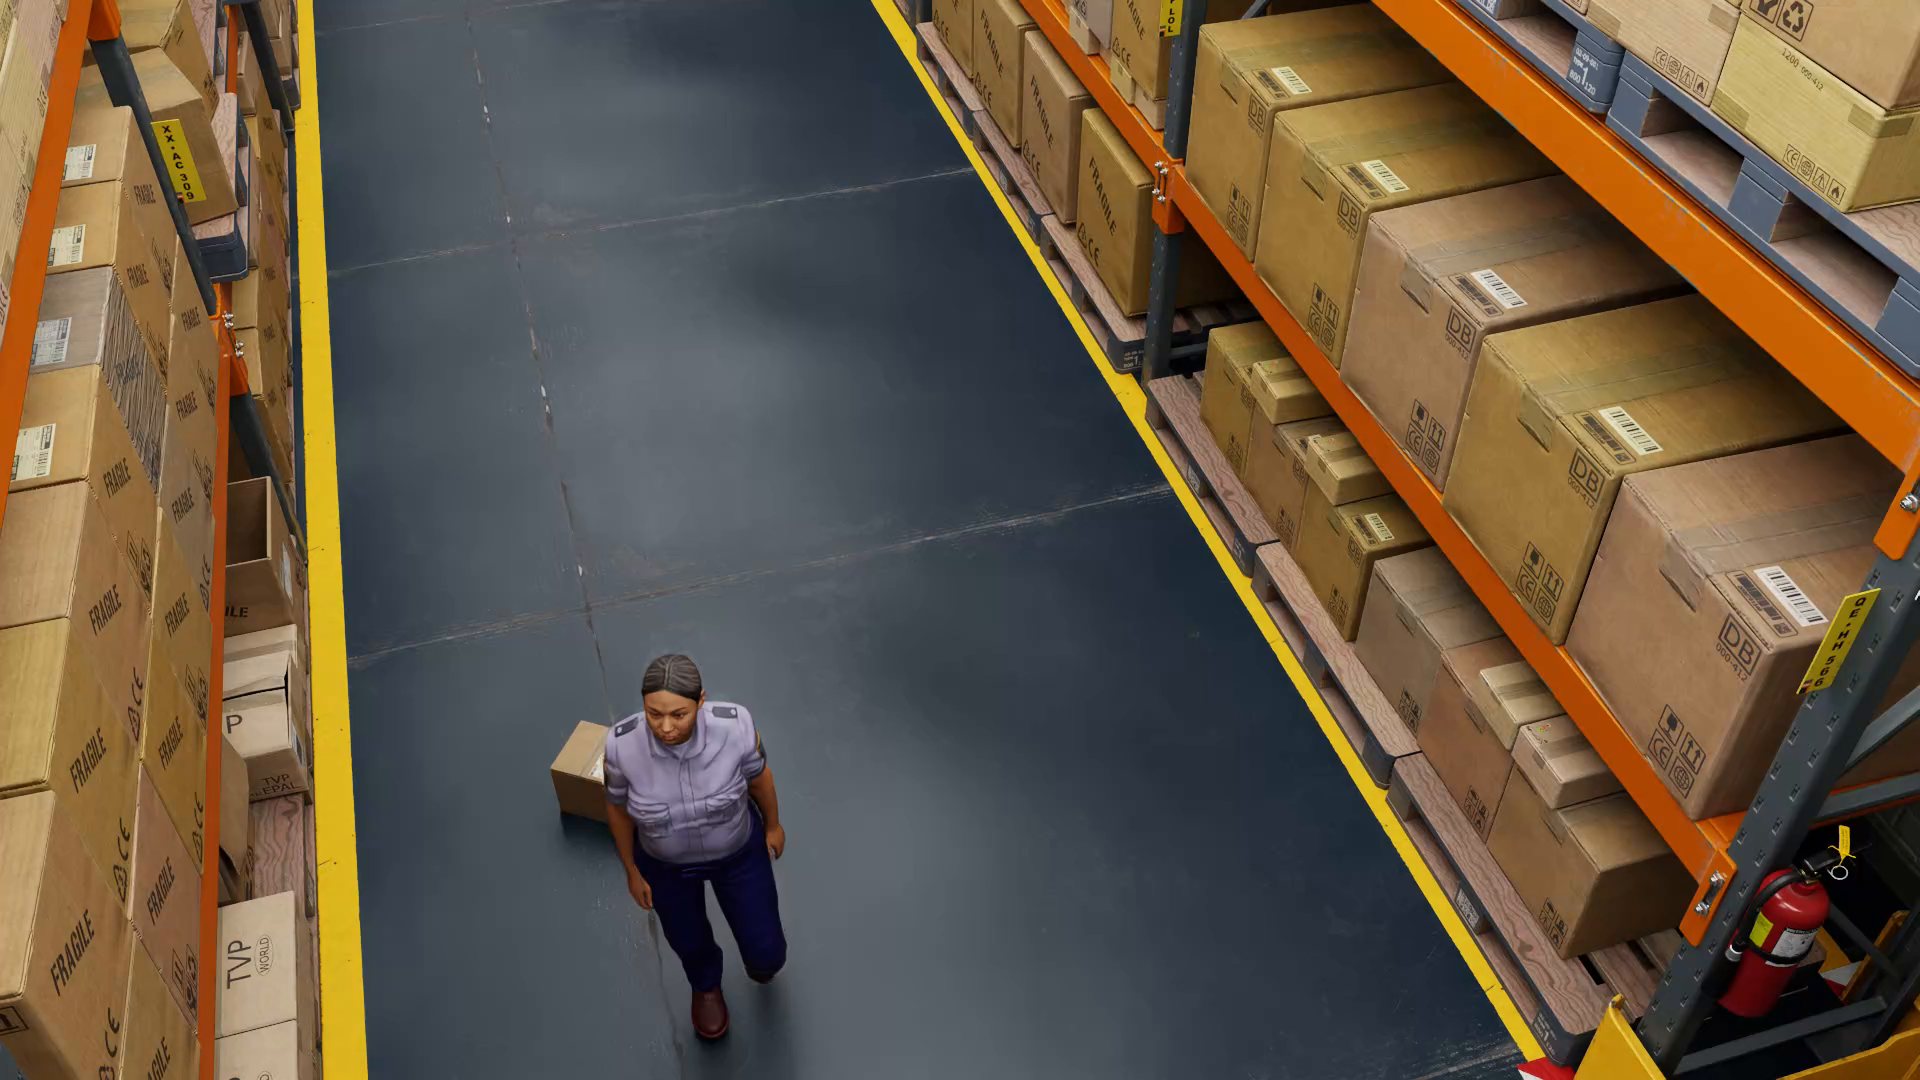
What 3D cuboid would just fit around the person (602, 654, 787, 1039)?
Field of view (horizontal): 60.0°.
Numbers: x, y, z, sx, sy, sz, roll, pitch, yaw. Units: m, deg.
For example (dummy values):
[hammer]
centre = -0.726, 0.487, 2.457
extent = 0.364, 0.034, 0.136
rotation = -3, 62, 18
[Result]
[person]
centre = -0.789, 0.964, 5.081
extent = 0.510, 1.648, 0.458
rotation = -5, 43, -6
